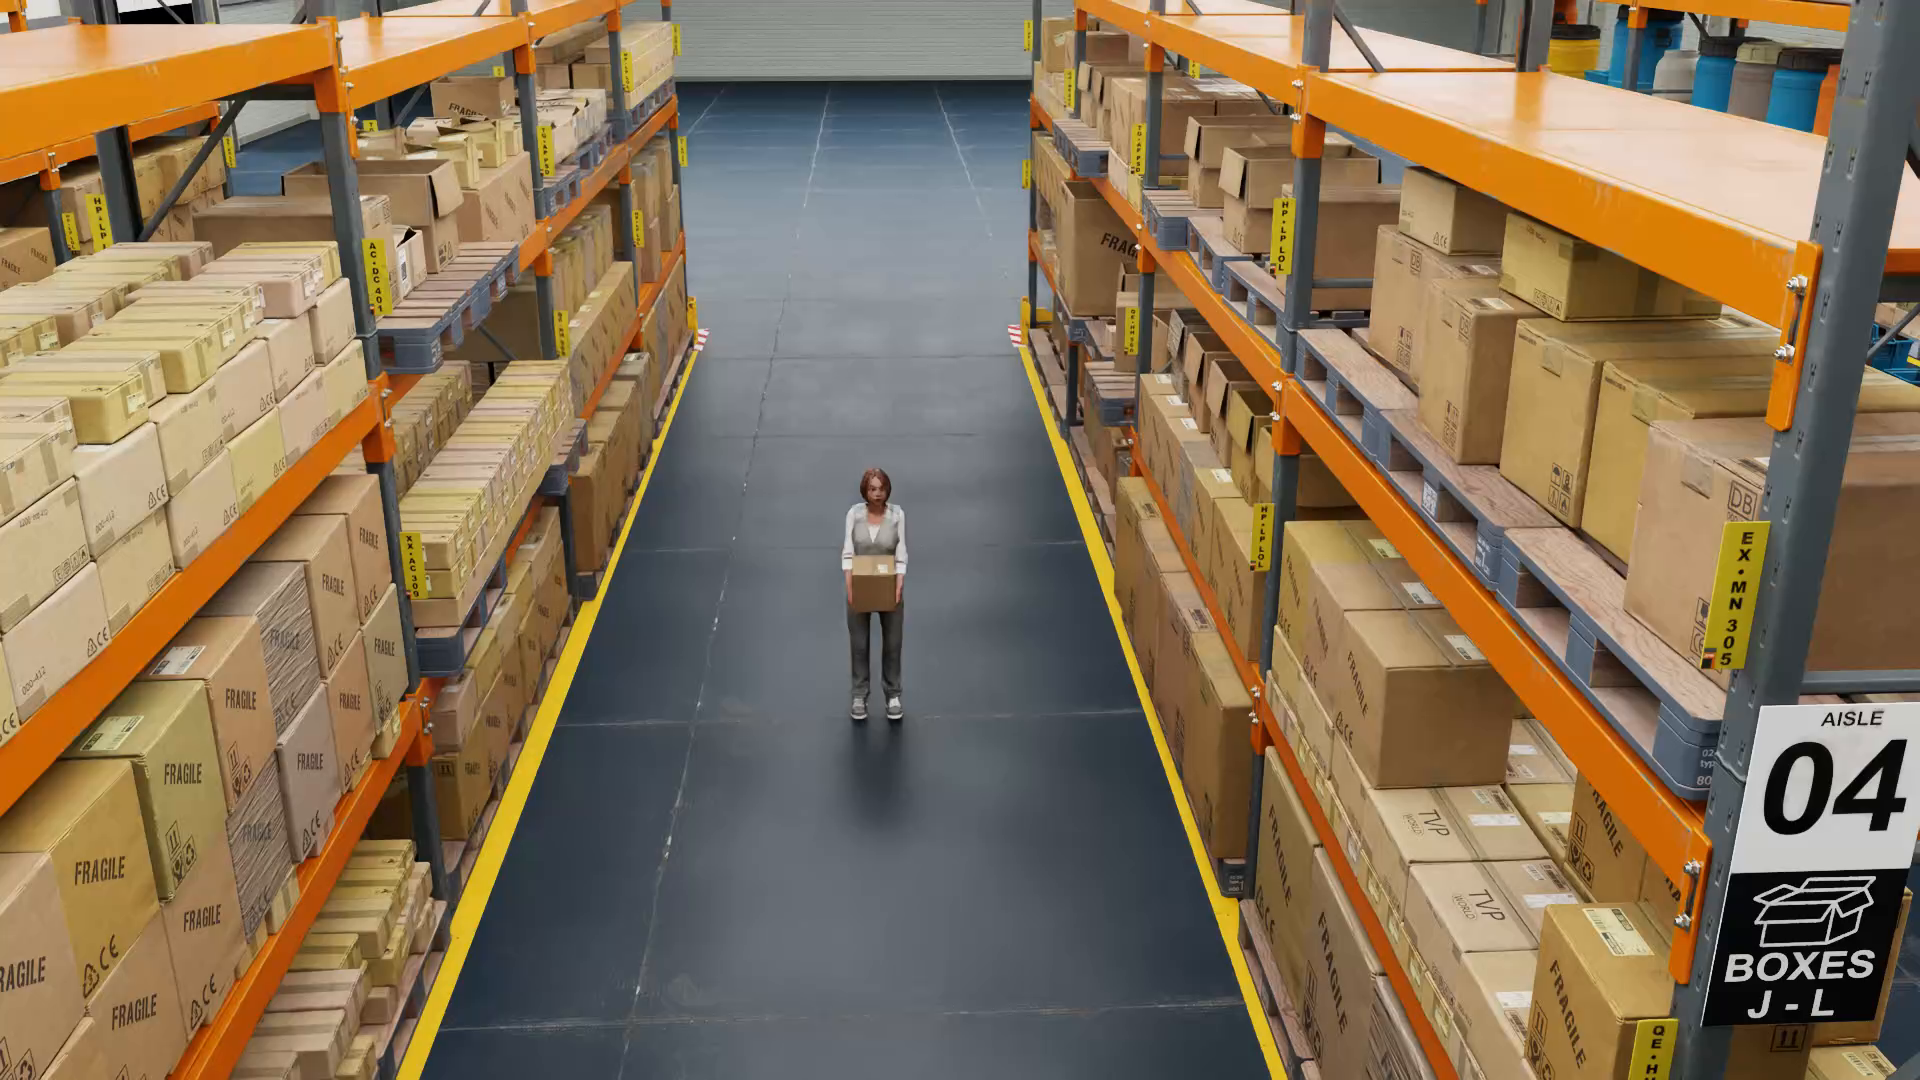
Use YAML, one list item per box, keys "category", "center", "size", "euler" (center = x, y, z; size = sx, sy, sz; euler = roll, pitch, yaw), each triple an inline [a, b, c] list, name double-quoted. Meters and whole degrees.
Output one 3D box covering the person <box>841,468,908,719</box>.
- category: "person"
  center: [-0.515, 0.362, 10.146]
  size: [0.406, 1.586, 0.500]
  euler: [-1, 21, -3]
